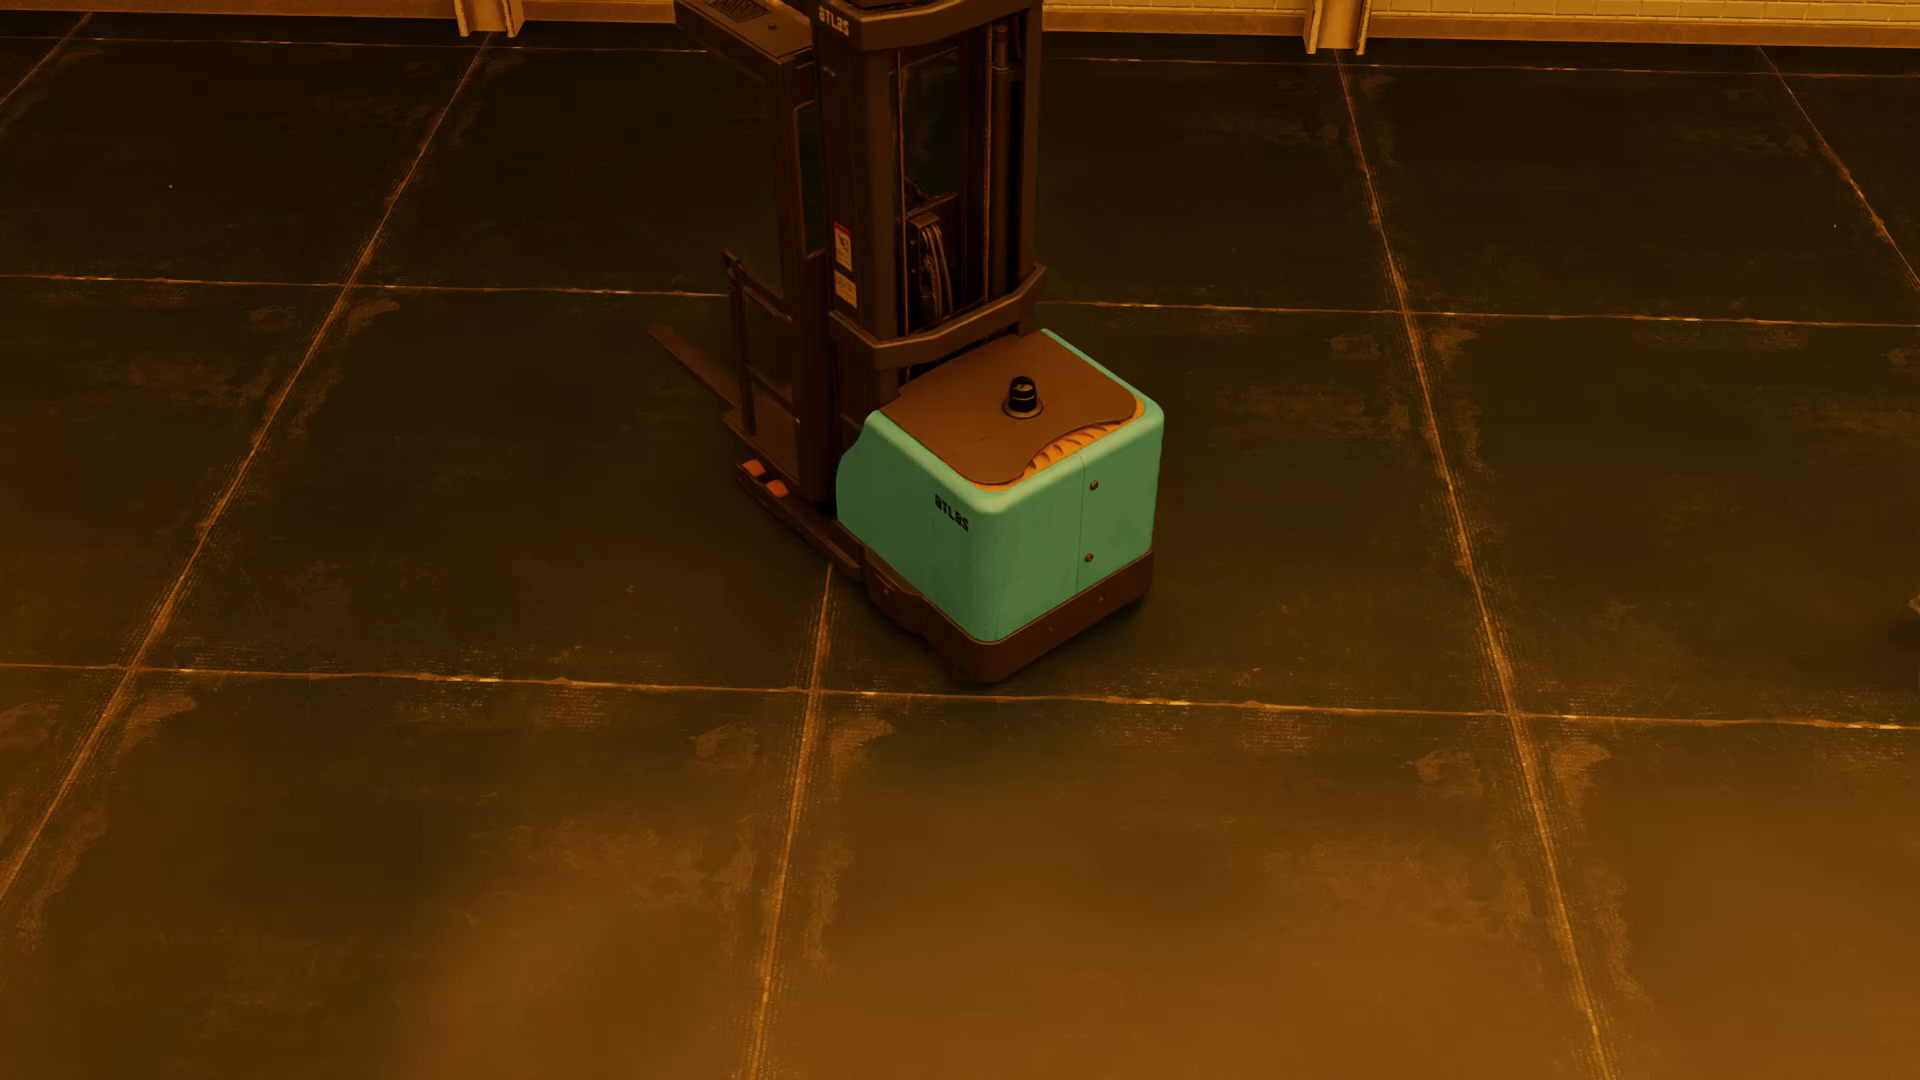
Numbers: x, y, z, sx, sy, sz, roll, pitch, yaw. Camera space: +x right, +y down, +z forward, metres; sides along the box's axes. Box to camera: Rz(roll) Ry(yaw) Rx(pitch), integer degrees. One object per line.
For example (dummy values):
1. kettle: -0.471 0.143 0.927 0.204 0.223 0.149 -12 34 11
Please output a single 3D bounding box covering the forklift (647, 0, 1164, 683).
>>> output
1. forklift: -0.449 -1.400 7.276 1.130 2.935 3.031 -29 50 -28
